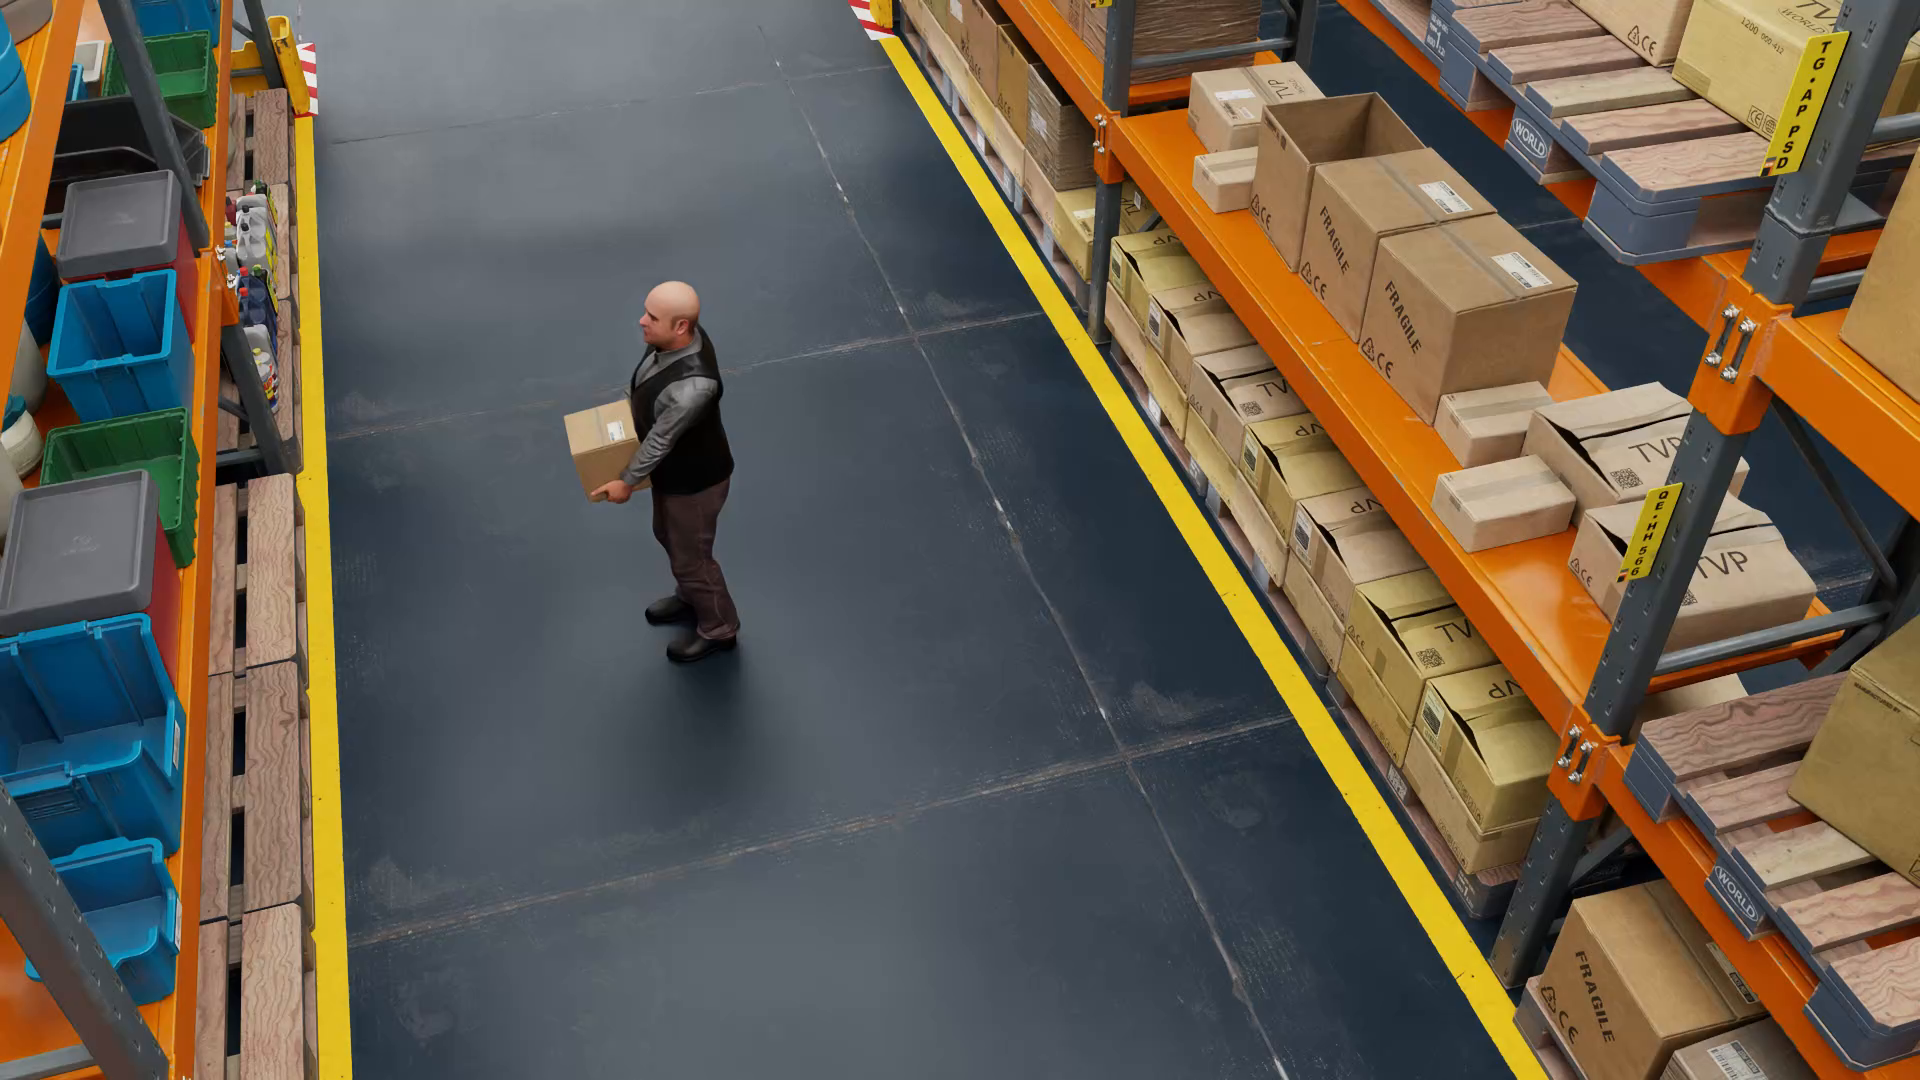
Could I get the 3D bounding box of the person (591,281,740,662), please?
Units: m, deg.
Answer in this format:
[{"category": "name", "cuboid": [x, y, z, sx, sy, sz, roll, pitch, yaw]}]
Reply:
[{"category": "person", "cuboid": [-1.158, -0.244, 6.455, 0.554, 1.717, 0.495, -11, 43, -12]}]
